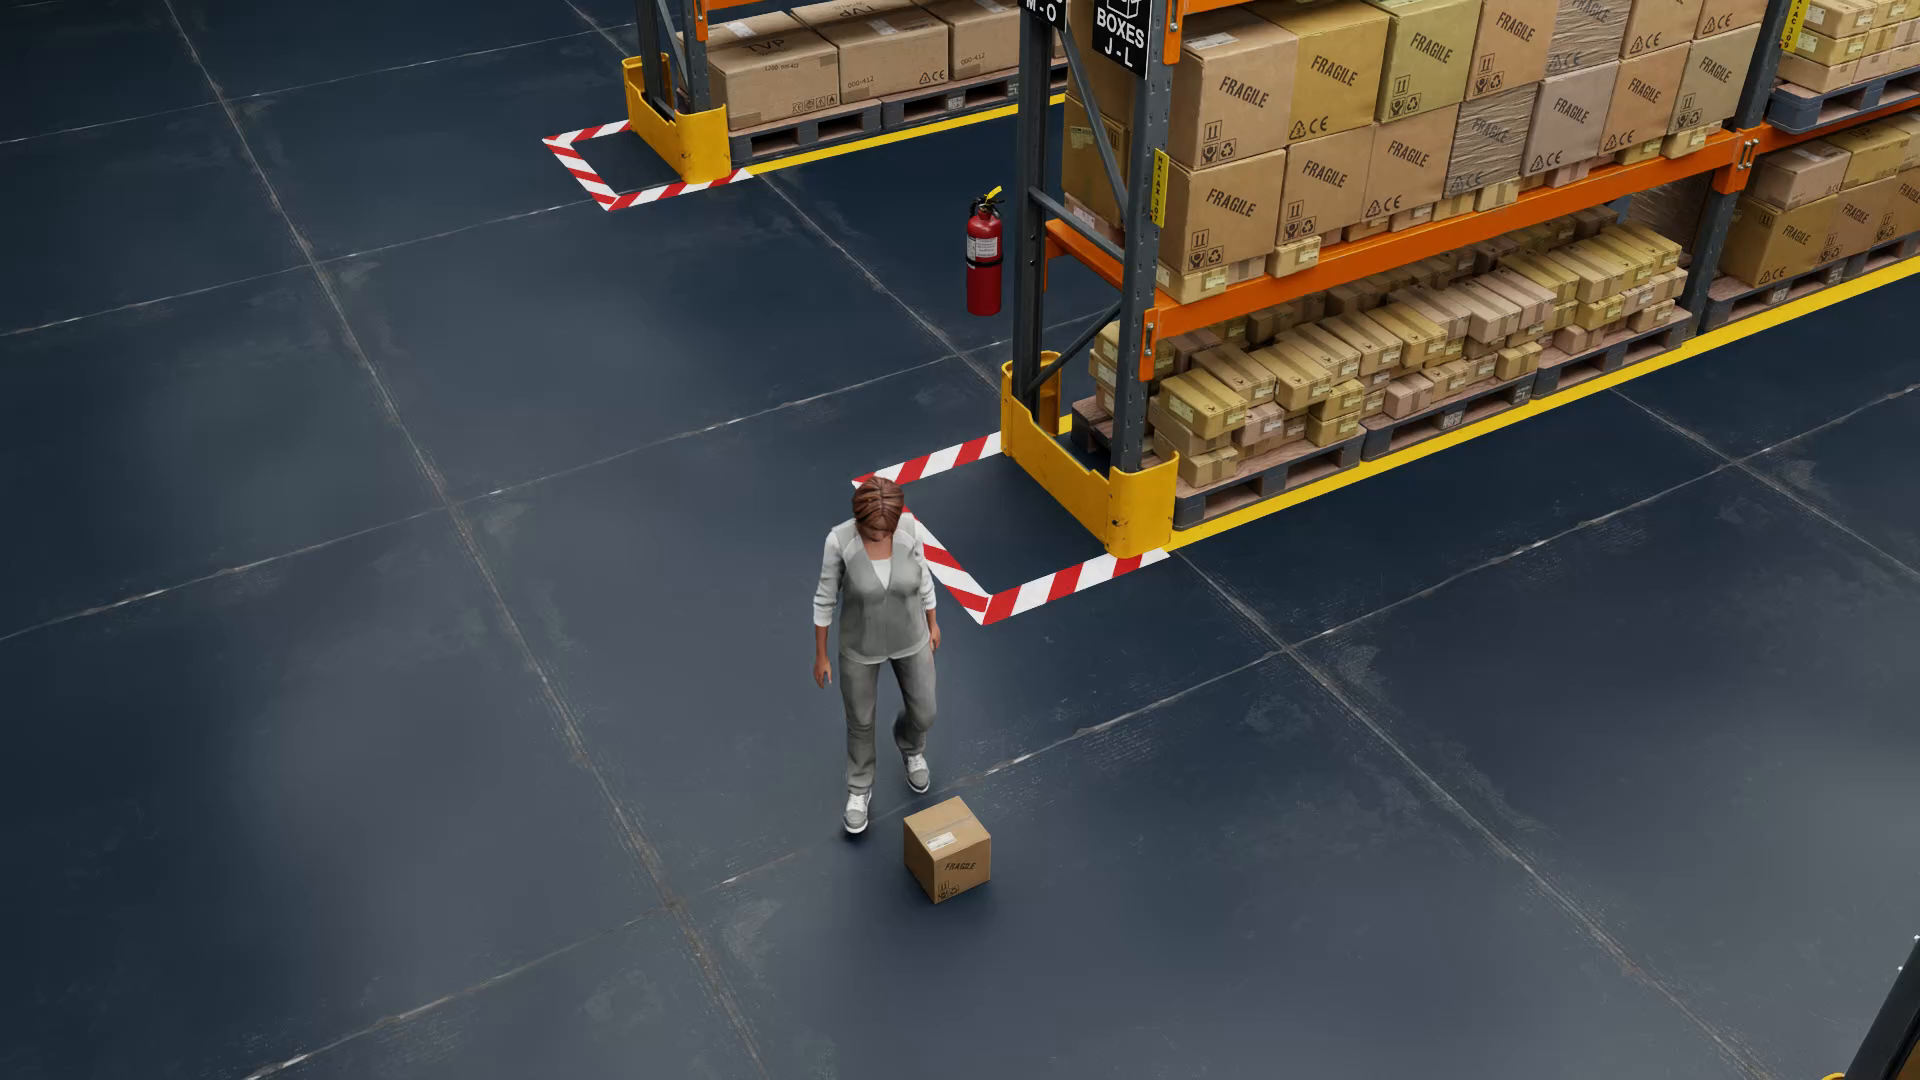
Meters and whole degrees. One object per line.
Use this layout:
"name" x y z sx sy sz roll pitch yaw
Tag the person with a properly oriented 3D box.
"person" -0.312 0.420 6.365 0.521 1.579 0.411 -8 38 -10
